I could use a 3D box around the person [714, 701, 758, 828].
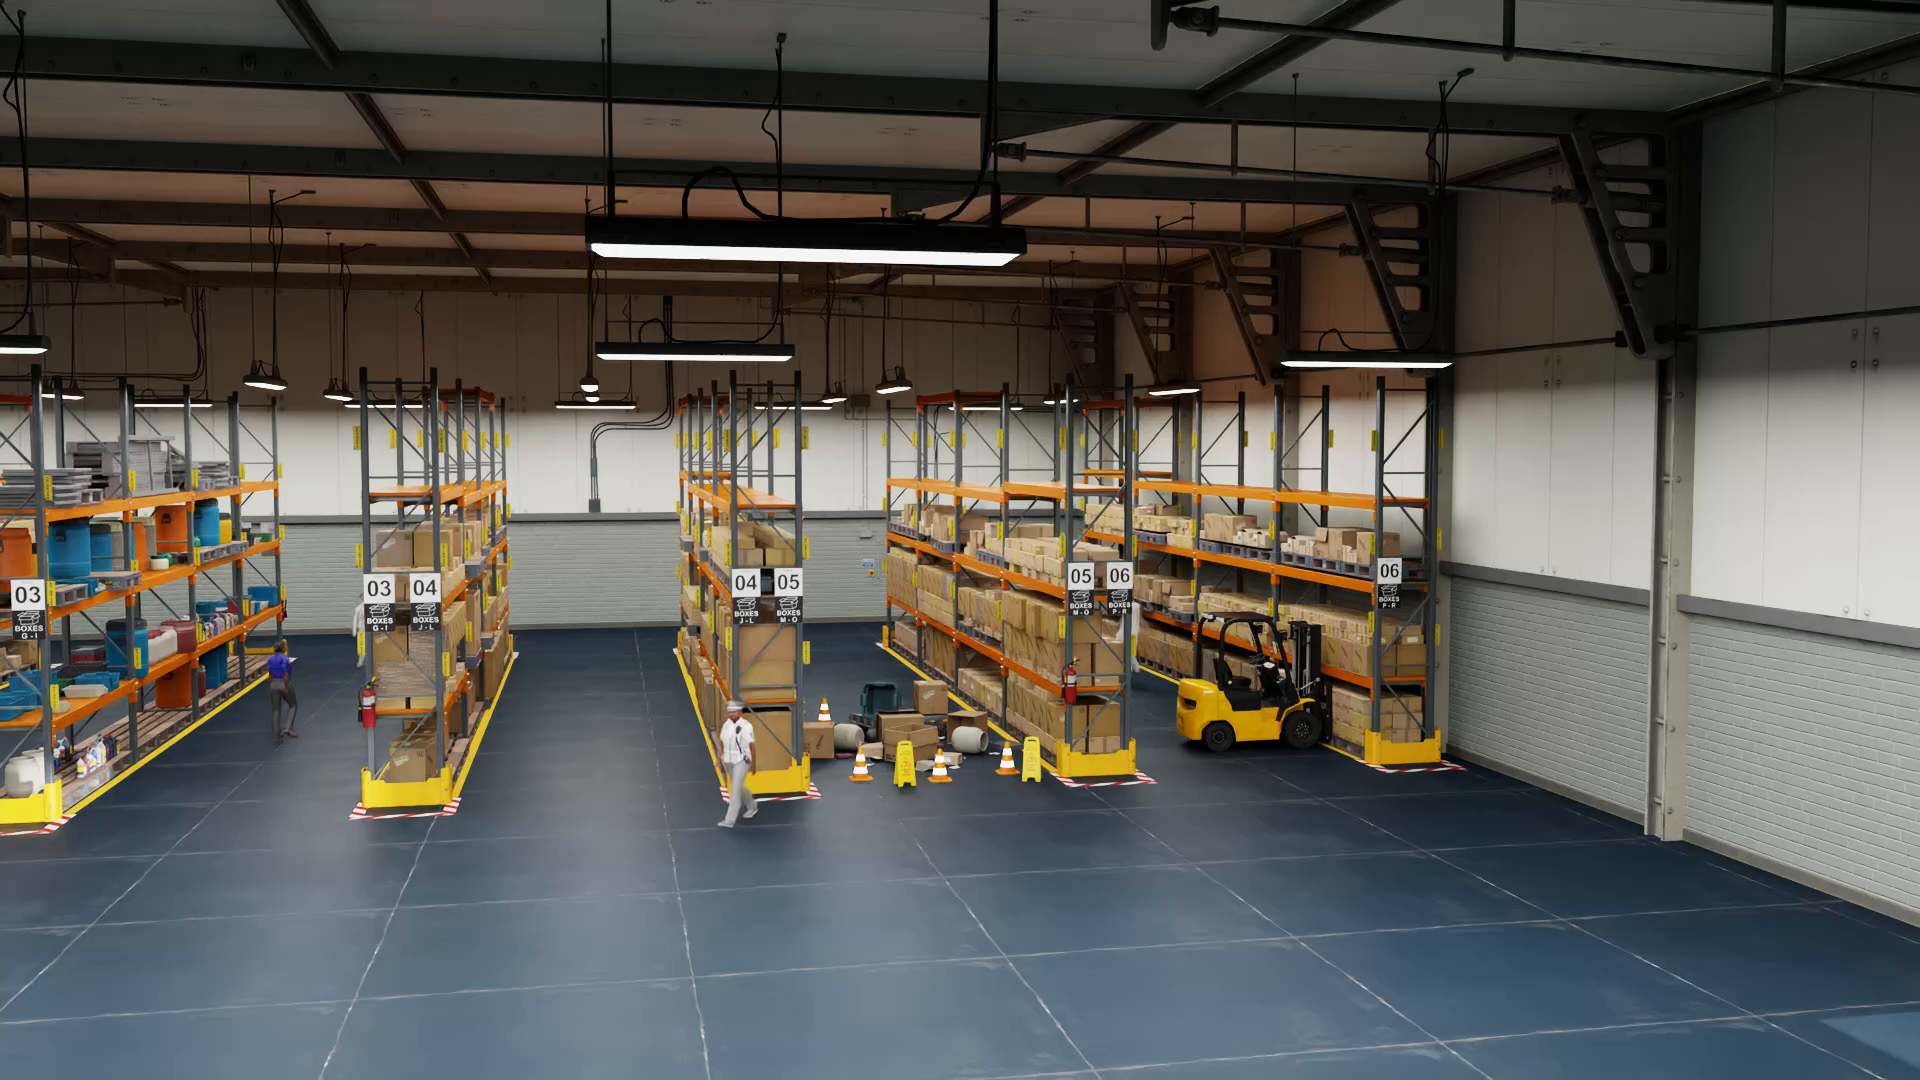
[{"bbox_3d":[-2.912,2.885,21.617,0.504,1.608,1.064,2,4,35],"label":"person"}]

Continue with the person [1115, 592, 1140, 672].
[{"bbox_3d":[3.497,1.899,34.042,0.588,1.752,0.613,-2,4,-31],"label":"person"}]

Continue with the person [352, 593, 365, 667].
[{"bbox_3d":[-13.177,1.966,36.854,0.562,1.620,1.015,-1,4,-18],"label":"person"}]

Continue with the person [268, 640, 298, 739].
[{"bbox_3d":[-11.394,2.520,27.889,0.472,1.653,0.518,0,3,0],"label":"person"}]
